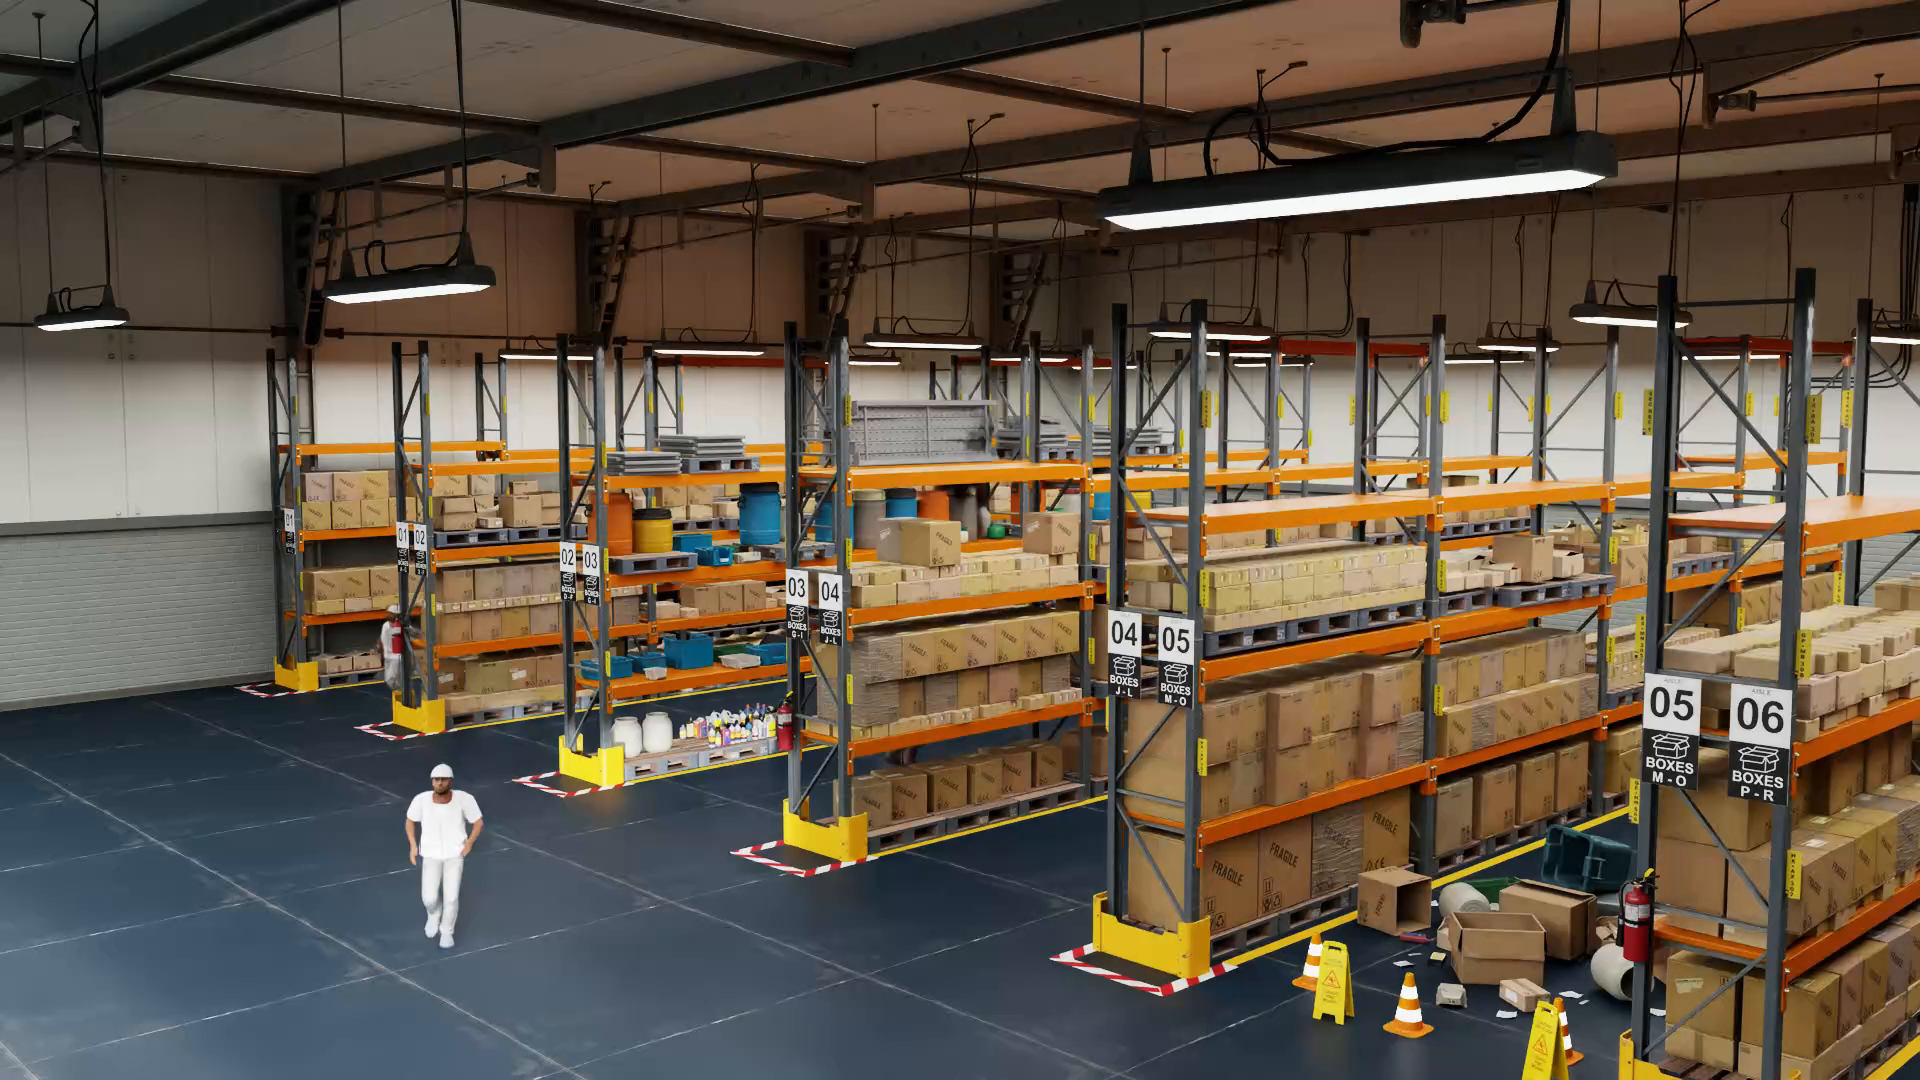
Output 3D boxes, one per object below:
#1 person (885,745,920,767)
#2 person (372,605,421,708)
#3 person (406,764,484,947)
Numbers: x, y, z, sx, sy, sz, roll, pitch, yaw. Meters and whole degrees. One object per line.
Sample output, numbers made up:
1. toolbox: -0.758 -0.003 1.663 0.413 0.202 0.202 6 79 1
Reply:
1. person: -0.697 2.470 21.535 0.607 1.671 0.586 4 6 38
2. person: -9.237 1.938 27.106 0.722 1.752 0.625 3 6 32
3. person: -4.833 2.953 15.603 0.712 1.730 0.575 -1 5 -14
